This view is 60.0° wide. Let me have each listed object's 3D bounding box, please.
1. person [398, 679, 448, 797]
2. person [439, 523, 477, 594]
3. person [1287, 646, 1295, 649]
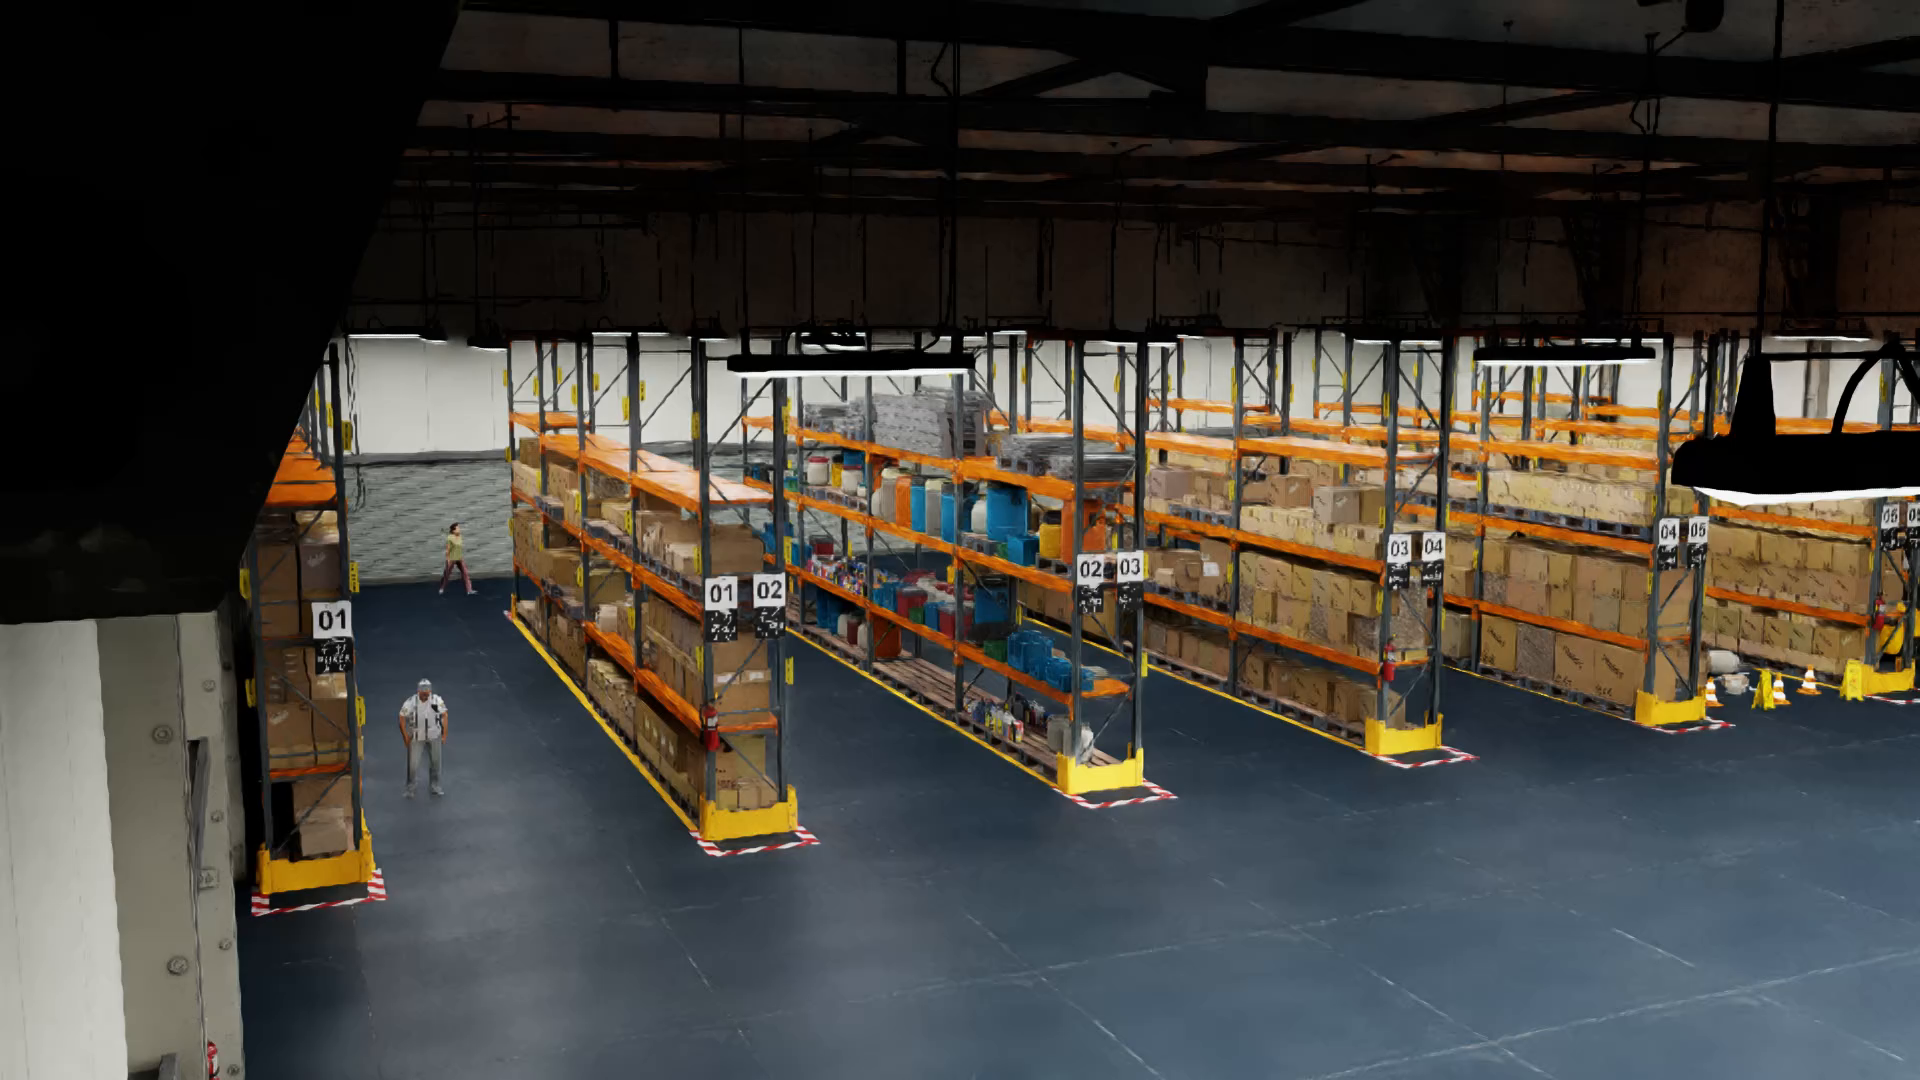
[{"bbox_3d":[-7.017,2.589,21.796,0.625,1.611,0.574,-4,9,-25],"label":"person"},{"bbox_3d":[-11.403,0.421,37.506,0.929,1.635,0.529,7,10,40],"label":"person"},{"bbox_3d":[6.227,1.157,31.499,0.649,1.772,0.463,6,10,38],"label":"person"}]
